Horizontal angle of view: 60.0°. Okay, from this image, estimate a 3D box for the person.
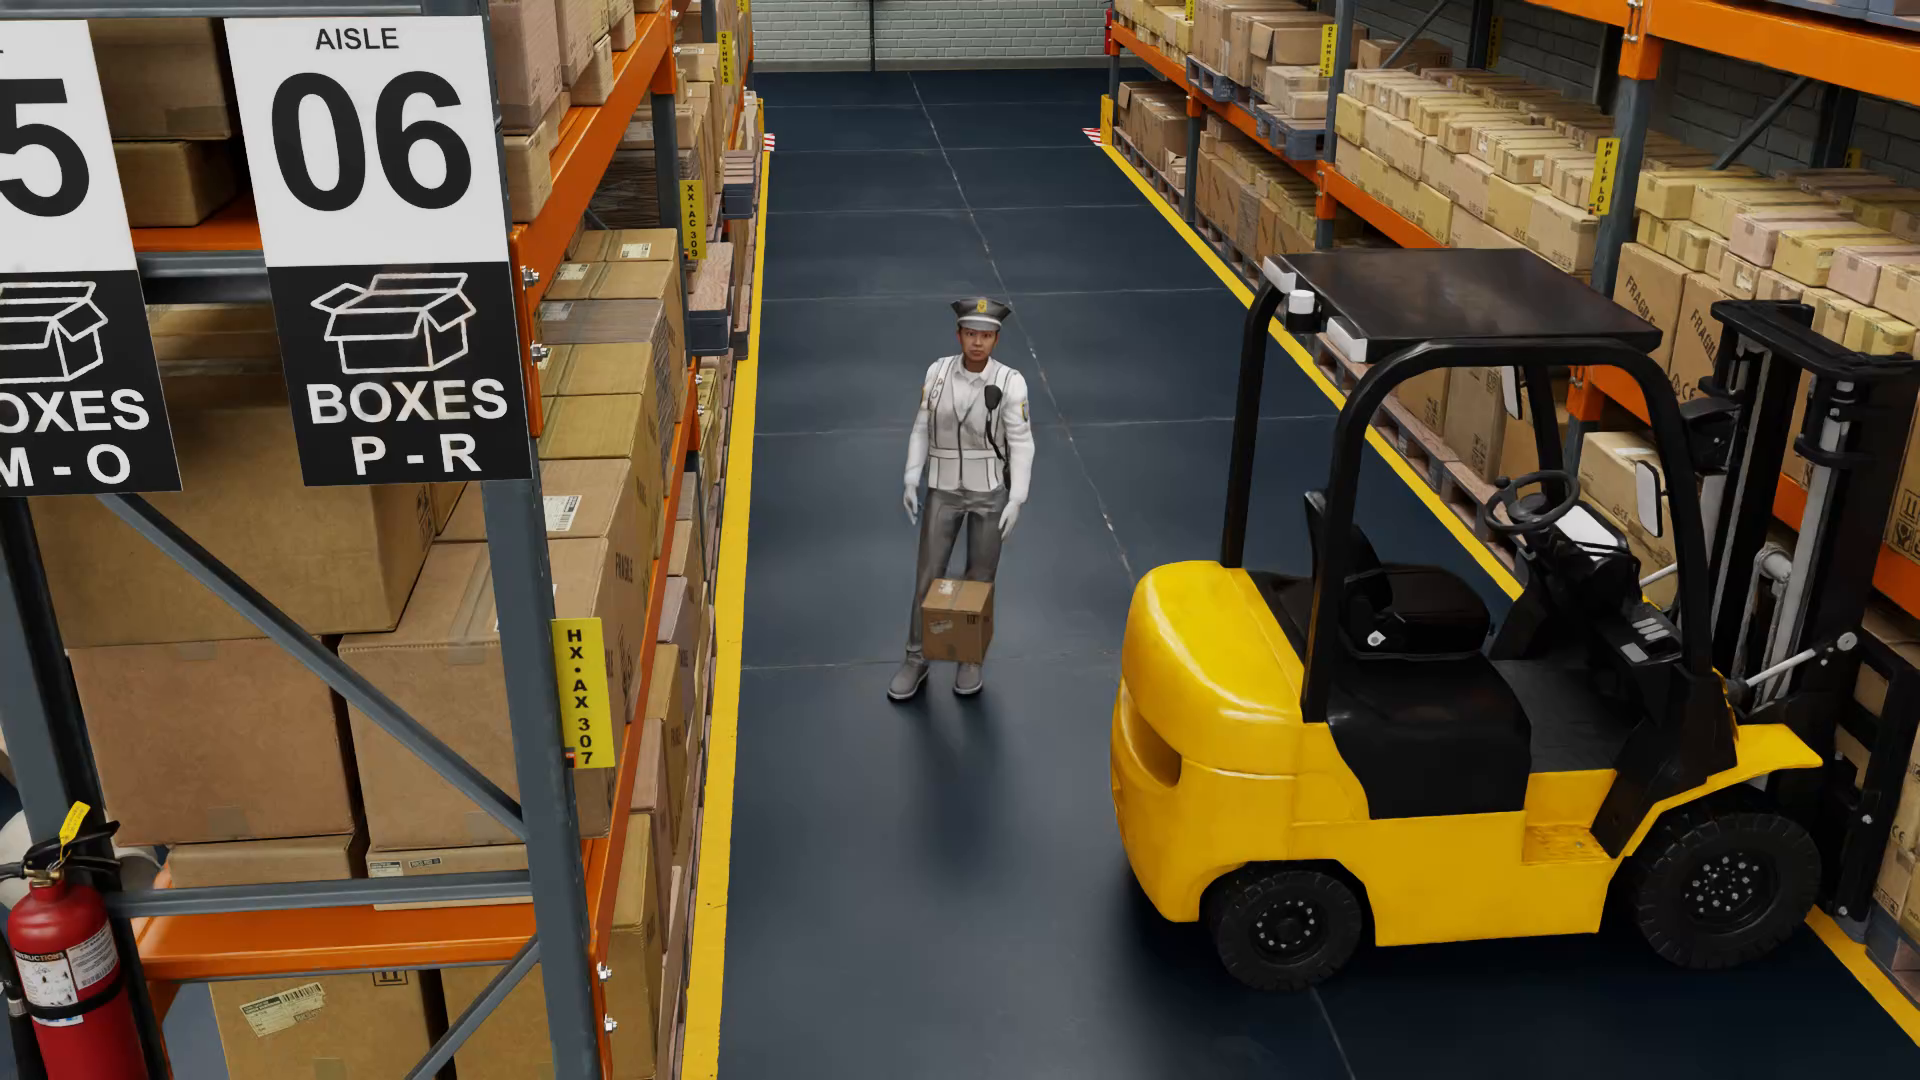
[{"bbox_3d":[0.012,-0.172,6.925,0.564,1.696,0.540,6,24,12],"label":"person"}]
